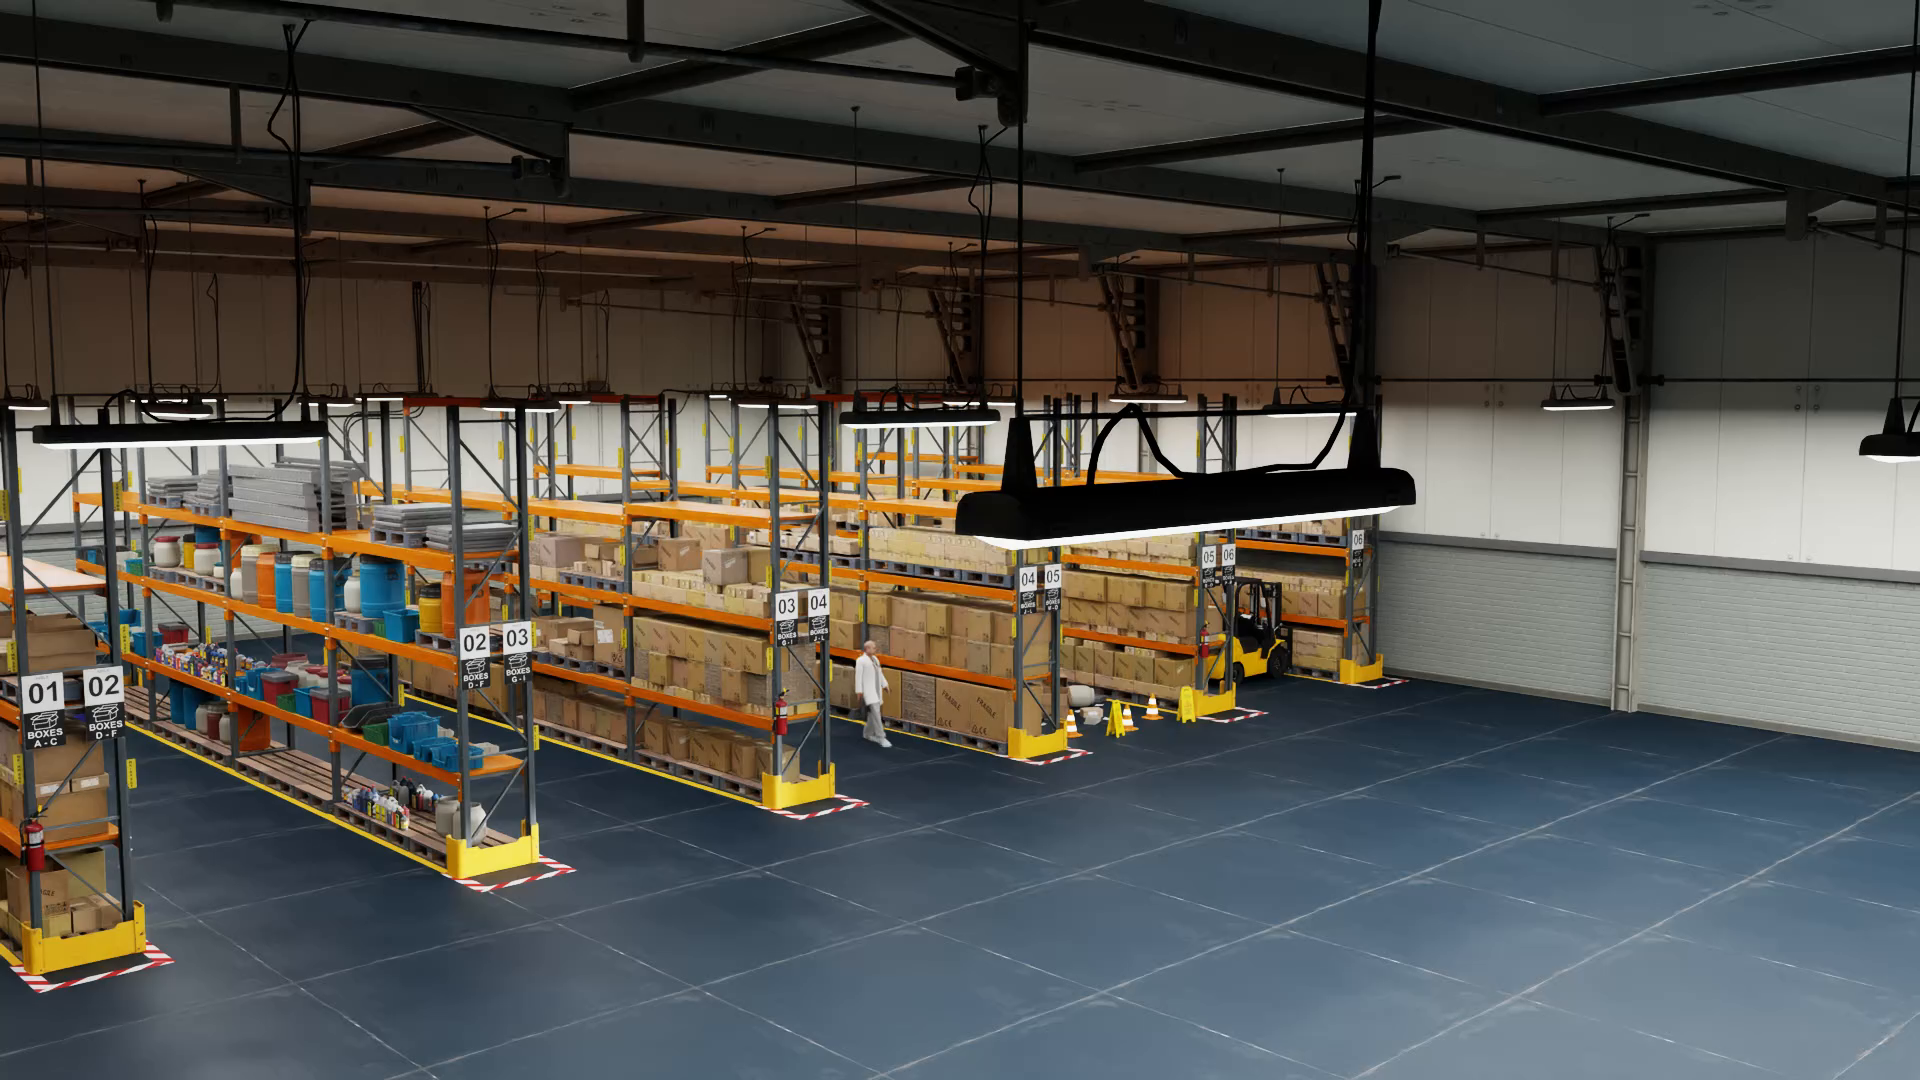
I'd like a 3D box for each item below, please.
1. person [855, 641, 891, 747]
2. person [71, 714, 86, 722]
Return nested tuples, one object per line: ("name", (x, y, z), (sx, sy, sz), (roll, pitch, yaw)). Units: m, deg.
("person", (-1.439, 2.668, 28.944), (0.798, 1.794, 0.620), (4, 7, 34))
("person", (-13.829, 3.015, 26.055), (1.068, 1.571, 0.423), (3, 6, 32))
